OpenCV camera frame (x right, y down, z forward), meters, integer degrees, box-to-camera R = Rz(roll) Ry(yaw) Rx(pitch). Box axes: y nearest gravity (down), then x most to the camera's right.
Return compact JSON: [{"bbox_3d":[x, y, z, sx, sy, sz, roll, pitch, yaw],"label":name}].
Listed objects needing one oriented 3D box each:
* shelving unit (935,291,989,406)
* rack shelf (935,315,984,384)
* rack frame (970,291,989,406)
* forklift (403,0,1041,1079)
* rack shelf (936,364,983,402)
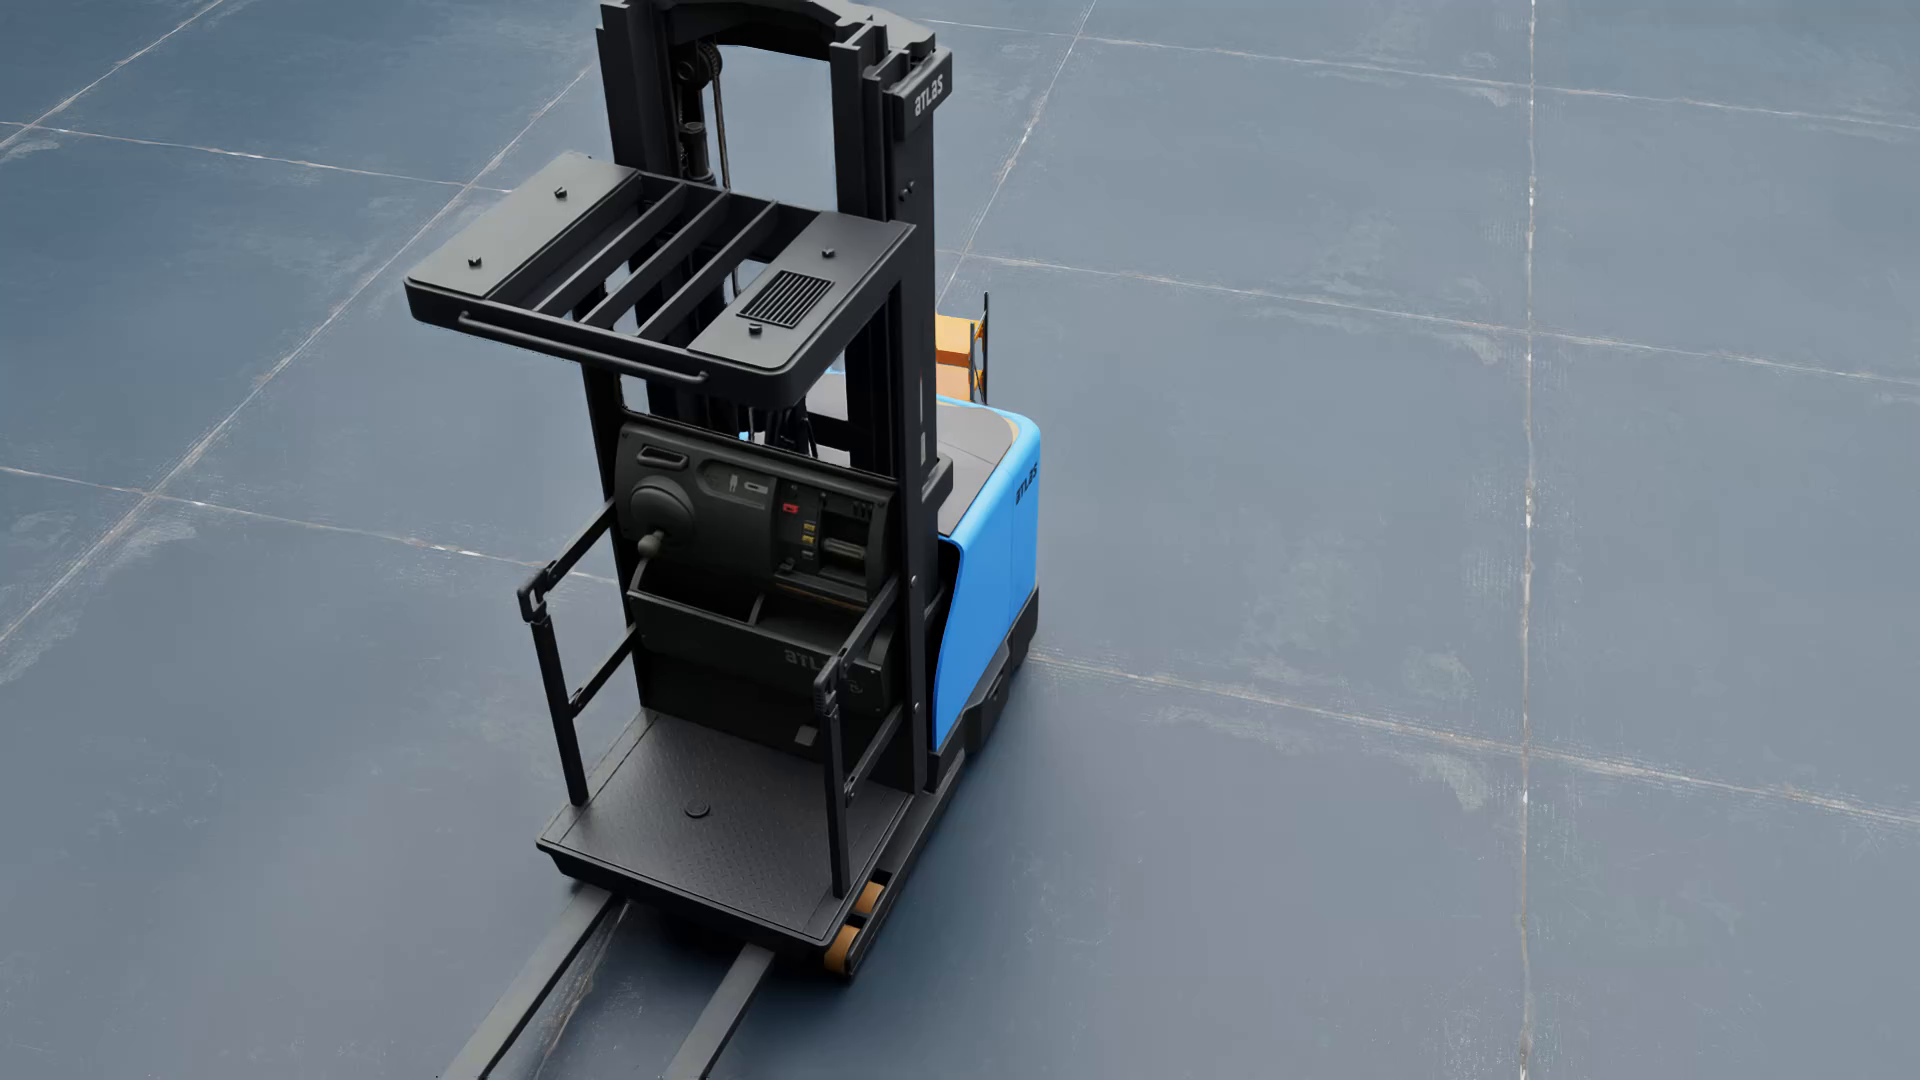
[{"bbox_3d":[-0.160,-0.487,6.897,0.503,1.200,0.258,10,41,11],"label":"shelving unit"},{"bbox_3d":[-0.160,-0.788,6.644,0.480,0.148,0.258,10,41,11],"label":"rack shelf"},{"bbox_3d":[0.076,-0.446,6.849,0.015,1.200,0.240,10,41,11],"label":"rack frame"},{"bbox_3d":[-0.731,0.004,4.967,1.130,2.935,3.031,15,42,17],"label":"forklift"},{"bbox_3d":[-0.160,-0.607,6.796,0.480,0.148,0.258,10,41,11],"label":"rack shelf"}]
